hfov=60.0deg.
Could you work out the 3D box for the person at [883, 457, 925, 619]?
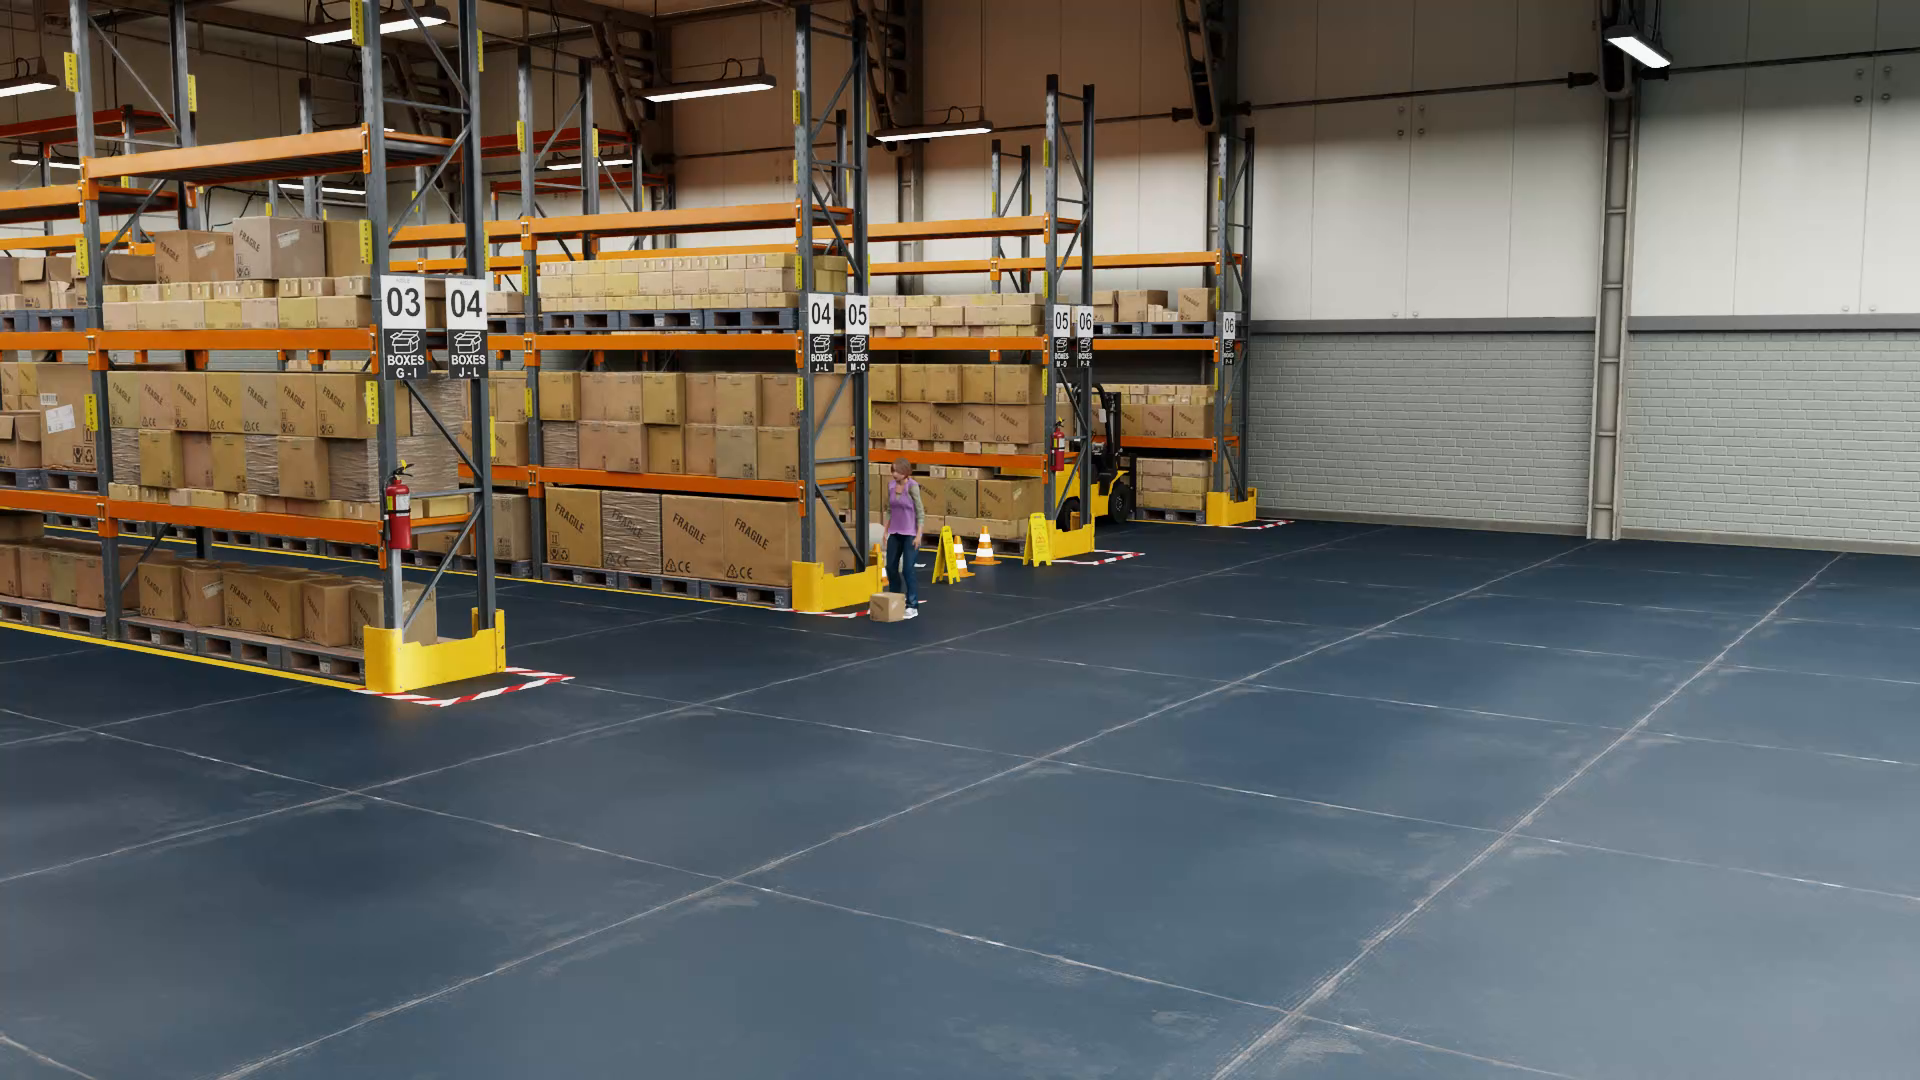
[{"bbox_3d":[-0.564,-0.029,16.455,0.476,1.592,0.345,5,8,36],"label":"person"}]
